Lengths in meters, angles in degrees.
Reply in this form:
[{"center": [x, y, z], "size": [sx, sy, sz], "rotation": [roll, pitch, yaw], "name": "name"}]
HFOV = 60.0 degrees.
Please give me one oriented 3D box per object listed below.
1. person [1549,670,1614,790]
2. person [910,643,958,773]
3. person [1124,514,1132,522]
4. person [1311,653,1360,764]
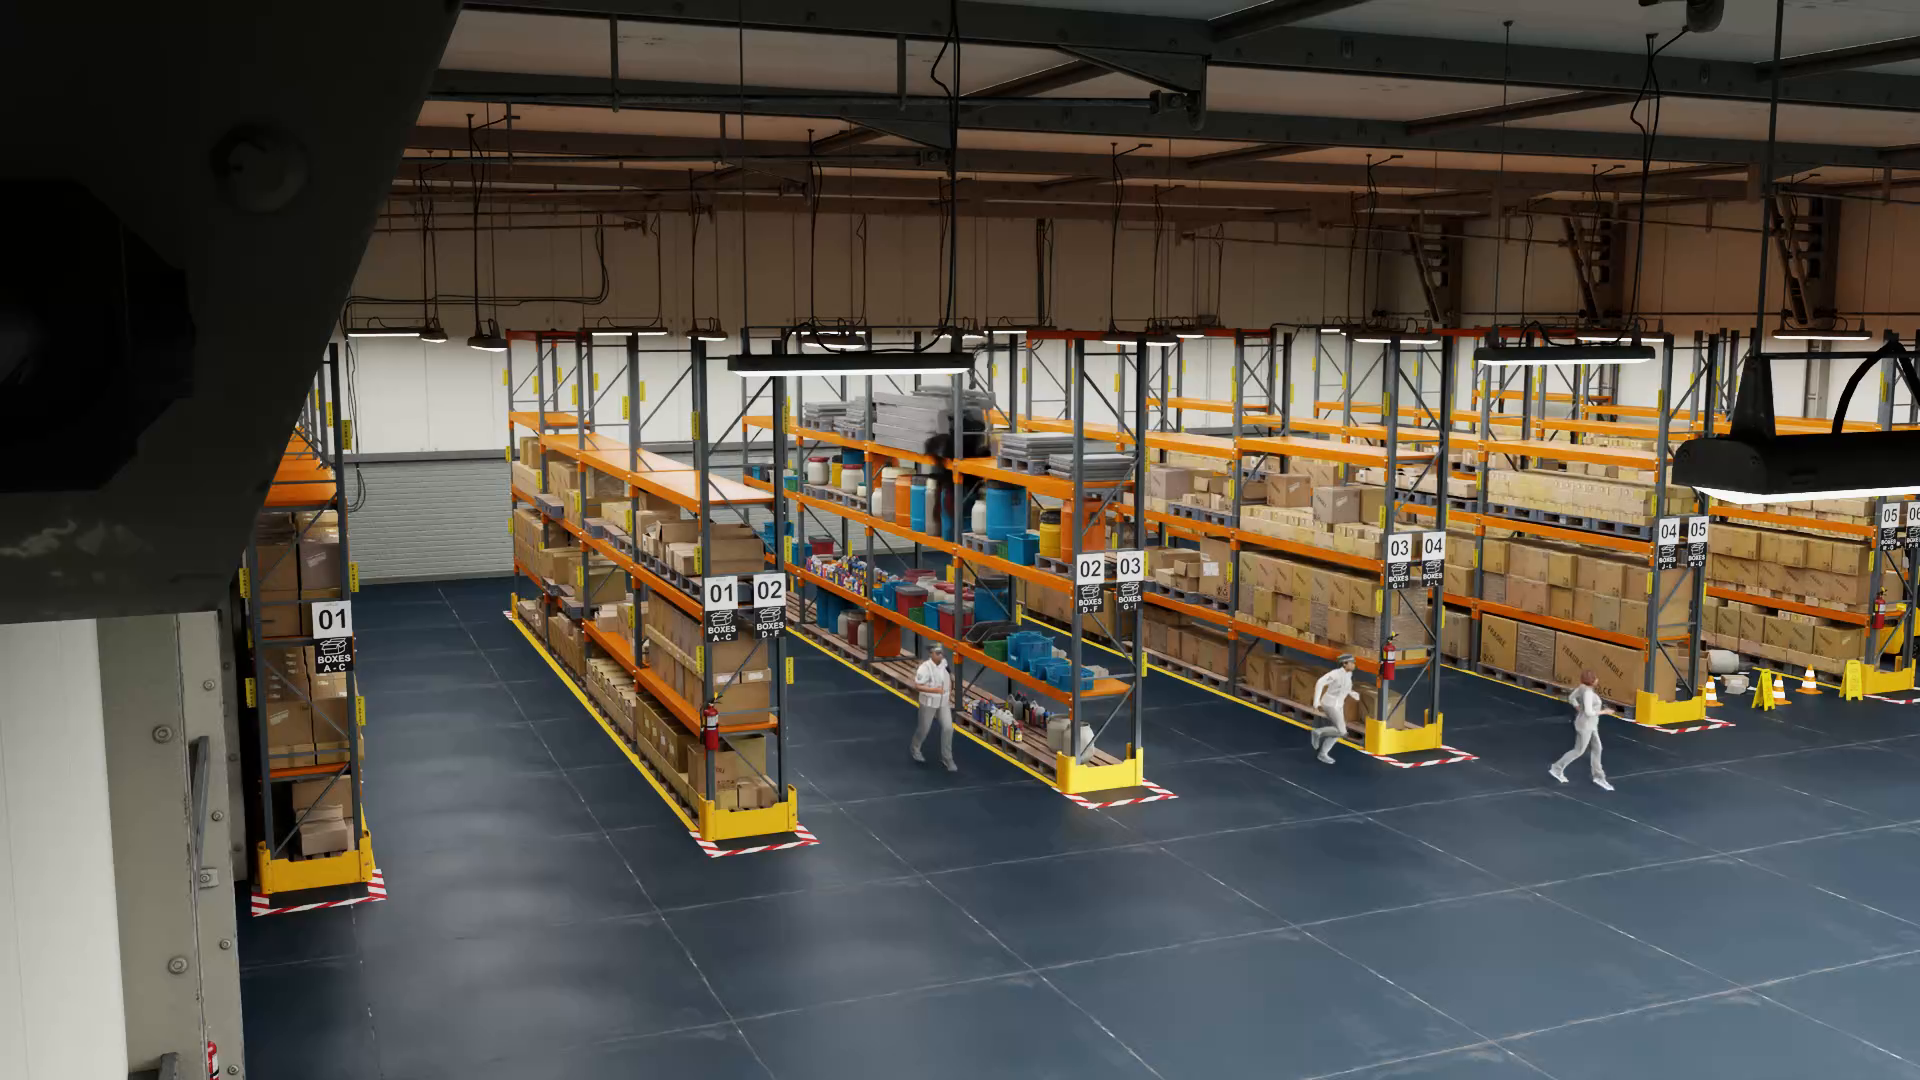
[{"center": [8.319, 2.538, 22.185], "size": [0.810, 1.606, 0.529], "rotation": [3, 8, 20], "name": "person"}, {"center": [-0.389, 2.298, 23.264], "size": [0.608, 1.813, 0.909], "rotation": [-5, 9, -30], "name": "person"}, {"center": [3.788, 0.220, 38.502], "size": [0.727, 1.807, 0.828], "rotation": [-3, 8, -18], "name": "person"}, {"center": [5.312, 2.358, 23.497], "size": [0.665, 1.612, 0.601], "rotation": [5, 9, 34], "name": "person"}]
